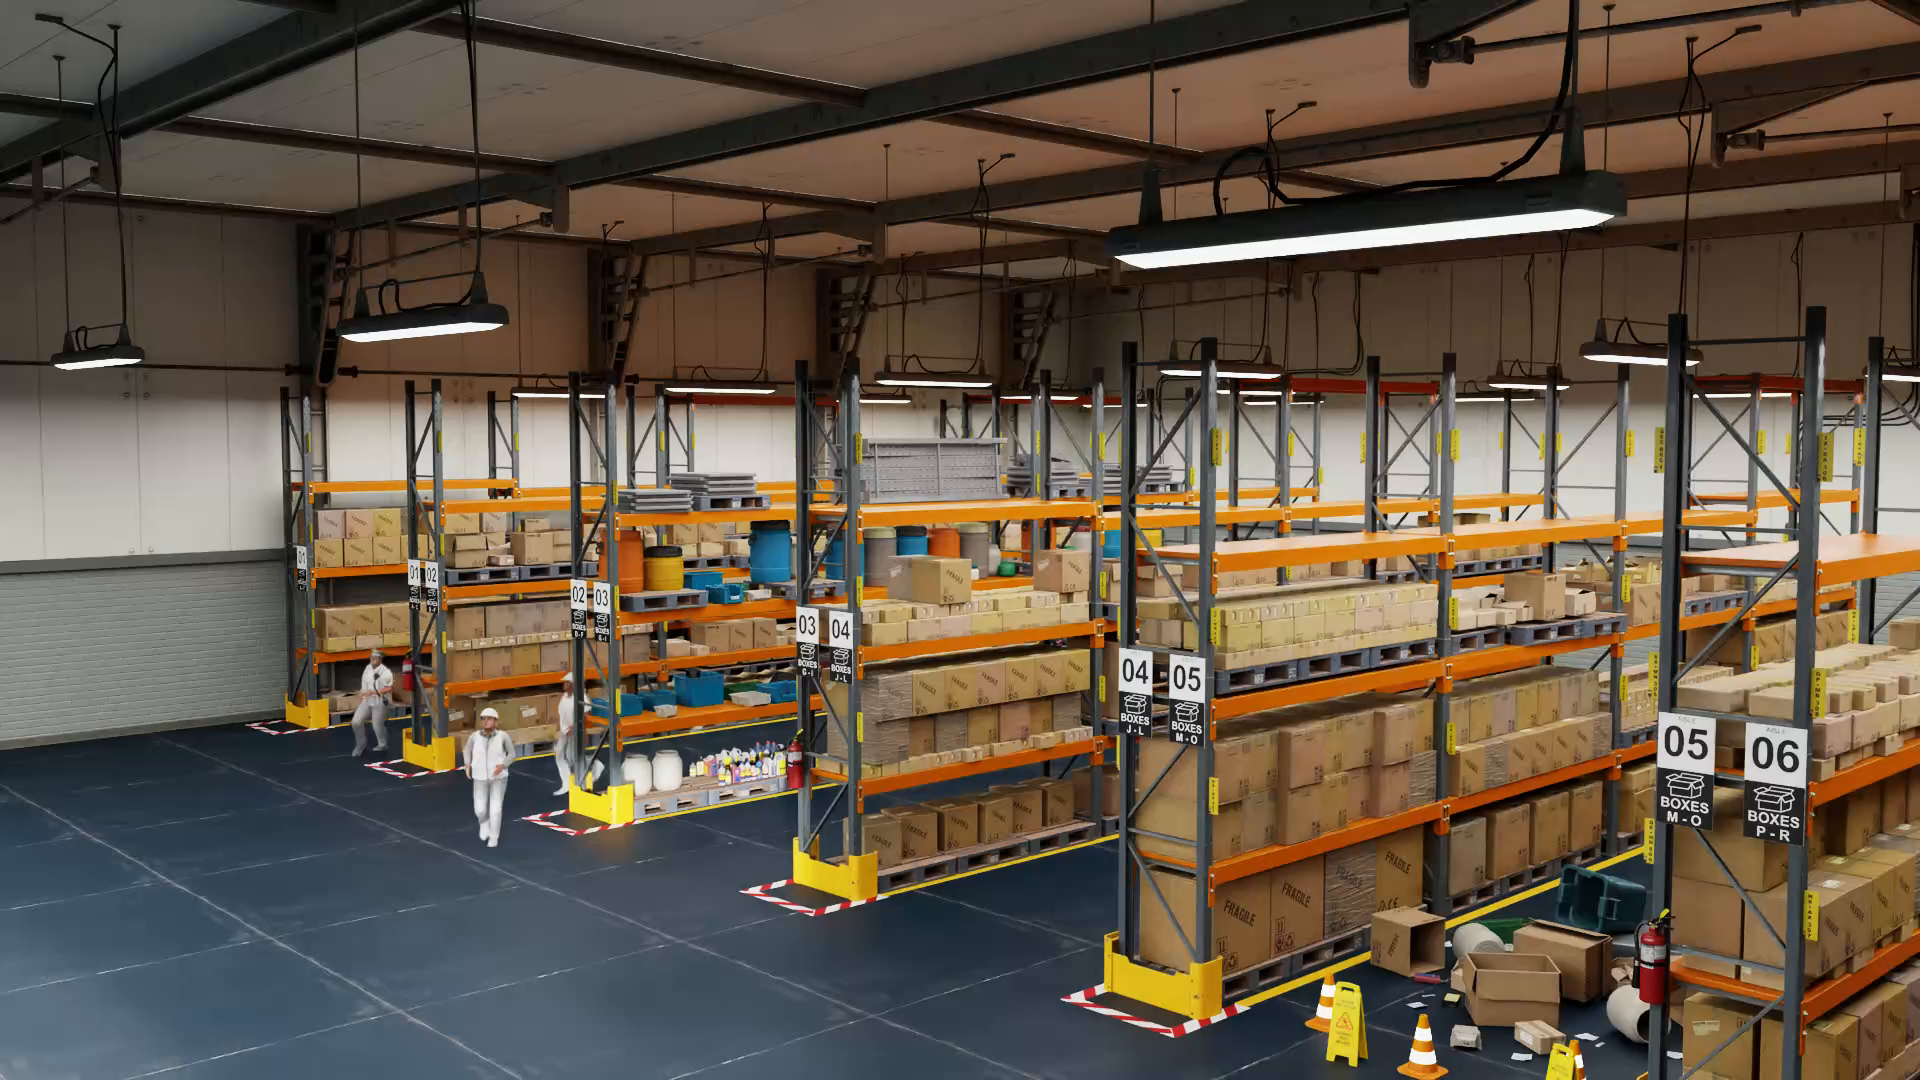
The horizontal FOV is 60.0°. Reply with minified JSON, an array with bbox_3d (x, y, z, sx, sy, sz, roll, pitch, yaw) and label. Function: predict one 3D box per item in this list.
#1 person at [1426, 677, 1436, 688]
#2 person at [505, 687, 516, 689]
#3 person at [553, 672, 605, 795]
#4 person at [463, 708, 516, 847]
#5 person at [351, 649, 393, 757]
[{"bbox_3d":[6.821,2.809,24.065,0.585,1.700,0.708,3,5,42],"label":"person"},{"bbox_3d":[-7.783,2.501,28.774,0.608,1.656,0.540,2,4,31],"label":"person"},{"bbox_3d":[-5.528,2.770,24.016,0.772,1.749,0.708,-3,5,-43],"label":"person"},{"bbox_3d":[-5.910,2.975,20.830,0.665,1.737,0.524,0,4,-8],"label":"person"},{"bbox_3d":[-9.371,2.611,26.642,0.703,1.784,0.747,1,4,20],"label":"person"}]
